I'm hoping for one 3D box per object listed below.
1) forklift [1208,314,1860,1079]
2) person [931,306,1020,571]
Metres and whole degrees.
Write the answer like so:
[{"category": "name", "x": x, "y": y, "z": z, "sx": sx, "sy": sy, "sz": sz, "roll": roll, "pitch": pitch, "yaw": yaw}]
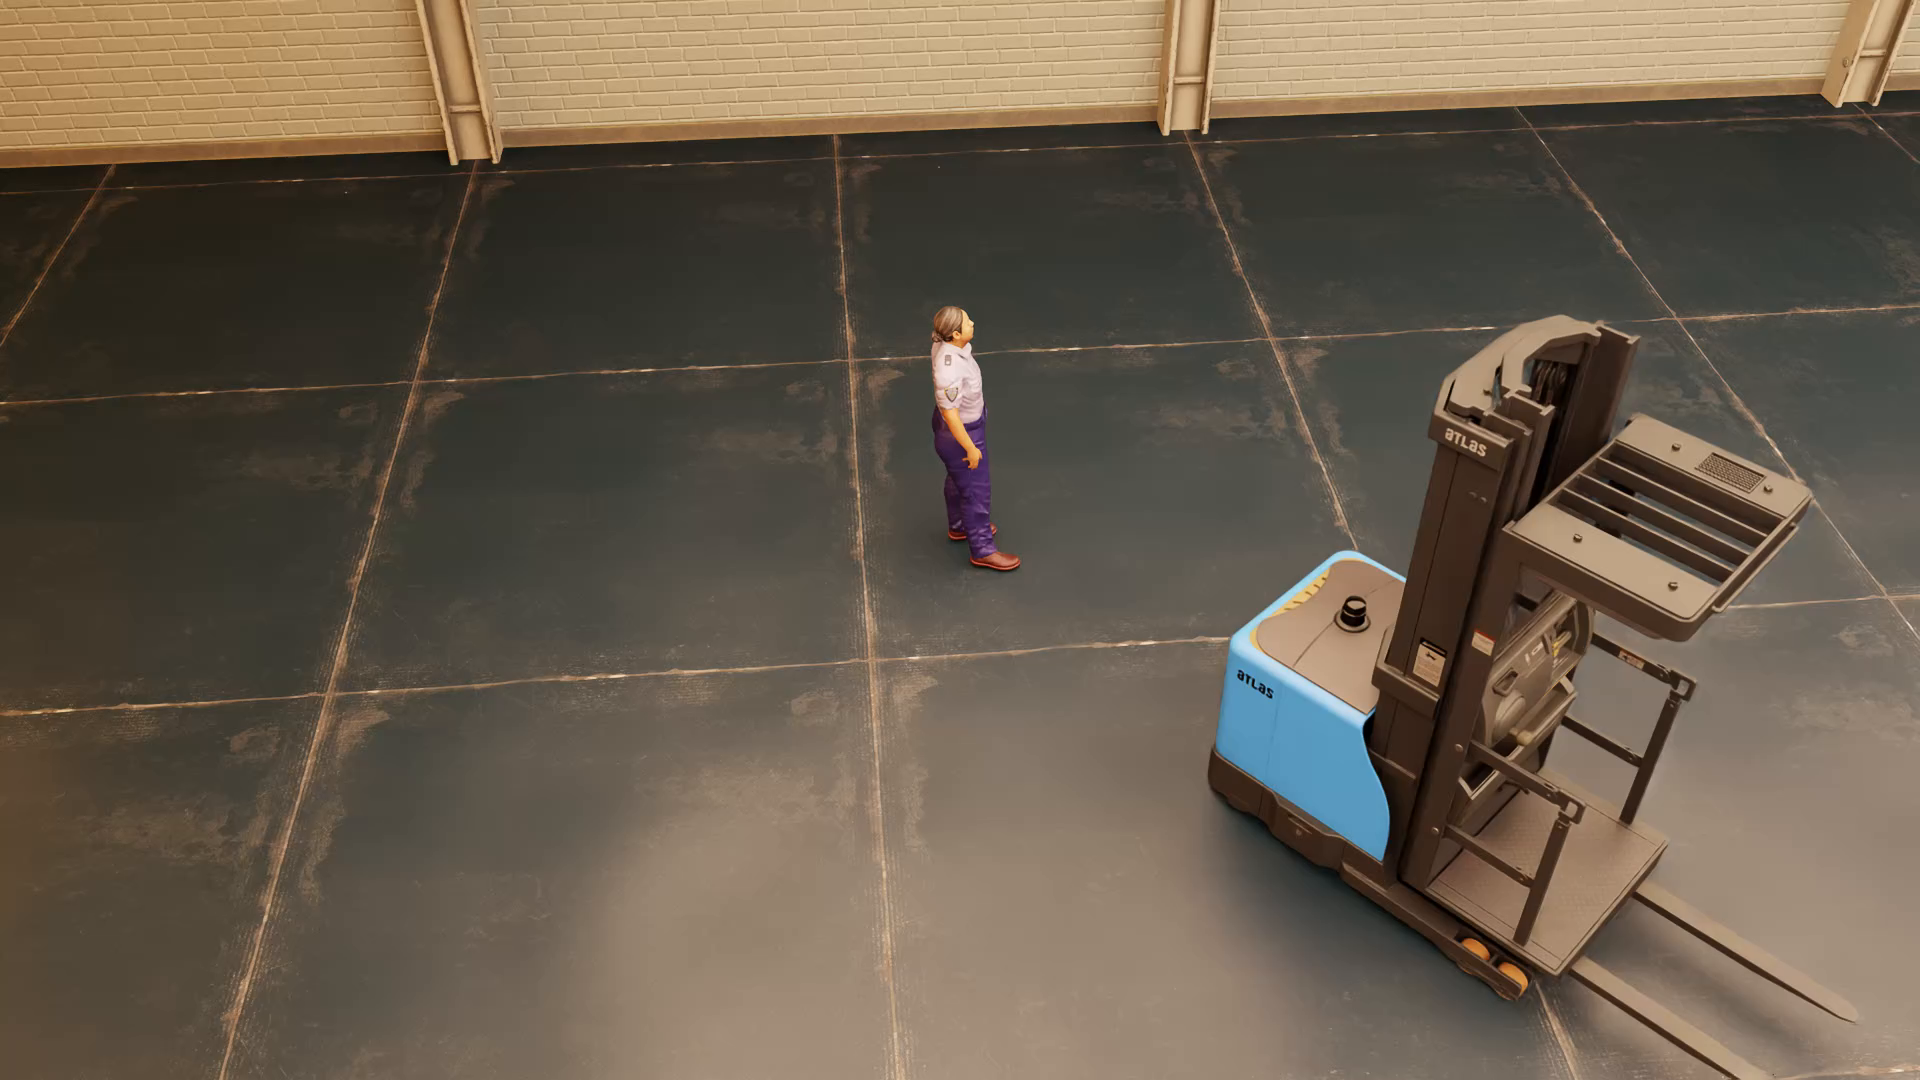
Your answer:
[{"category": "forklift", "x": 2.688, "y": 0.626, "z": 7.206, "sx": 3.031, "sy": 2.935, "sz": 1.130, "roll": 33, "pitch": 50, "yaw": 32}, {"category": "person", "x": 0.091, "y": -0.622, "z": 9.642, "sx": 0.503, "sy": 1.650, "sz": 0.599, "roll": -3, "pitch": 41, "yaw": -4}]
